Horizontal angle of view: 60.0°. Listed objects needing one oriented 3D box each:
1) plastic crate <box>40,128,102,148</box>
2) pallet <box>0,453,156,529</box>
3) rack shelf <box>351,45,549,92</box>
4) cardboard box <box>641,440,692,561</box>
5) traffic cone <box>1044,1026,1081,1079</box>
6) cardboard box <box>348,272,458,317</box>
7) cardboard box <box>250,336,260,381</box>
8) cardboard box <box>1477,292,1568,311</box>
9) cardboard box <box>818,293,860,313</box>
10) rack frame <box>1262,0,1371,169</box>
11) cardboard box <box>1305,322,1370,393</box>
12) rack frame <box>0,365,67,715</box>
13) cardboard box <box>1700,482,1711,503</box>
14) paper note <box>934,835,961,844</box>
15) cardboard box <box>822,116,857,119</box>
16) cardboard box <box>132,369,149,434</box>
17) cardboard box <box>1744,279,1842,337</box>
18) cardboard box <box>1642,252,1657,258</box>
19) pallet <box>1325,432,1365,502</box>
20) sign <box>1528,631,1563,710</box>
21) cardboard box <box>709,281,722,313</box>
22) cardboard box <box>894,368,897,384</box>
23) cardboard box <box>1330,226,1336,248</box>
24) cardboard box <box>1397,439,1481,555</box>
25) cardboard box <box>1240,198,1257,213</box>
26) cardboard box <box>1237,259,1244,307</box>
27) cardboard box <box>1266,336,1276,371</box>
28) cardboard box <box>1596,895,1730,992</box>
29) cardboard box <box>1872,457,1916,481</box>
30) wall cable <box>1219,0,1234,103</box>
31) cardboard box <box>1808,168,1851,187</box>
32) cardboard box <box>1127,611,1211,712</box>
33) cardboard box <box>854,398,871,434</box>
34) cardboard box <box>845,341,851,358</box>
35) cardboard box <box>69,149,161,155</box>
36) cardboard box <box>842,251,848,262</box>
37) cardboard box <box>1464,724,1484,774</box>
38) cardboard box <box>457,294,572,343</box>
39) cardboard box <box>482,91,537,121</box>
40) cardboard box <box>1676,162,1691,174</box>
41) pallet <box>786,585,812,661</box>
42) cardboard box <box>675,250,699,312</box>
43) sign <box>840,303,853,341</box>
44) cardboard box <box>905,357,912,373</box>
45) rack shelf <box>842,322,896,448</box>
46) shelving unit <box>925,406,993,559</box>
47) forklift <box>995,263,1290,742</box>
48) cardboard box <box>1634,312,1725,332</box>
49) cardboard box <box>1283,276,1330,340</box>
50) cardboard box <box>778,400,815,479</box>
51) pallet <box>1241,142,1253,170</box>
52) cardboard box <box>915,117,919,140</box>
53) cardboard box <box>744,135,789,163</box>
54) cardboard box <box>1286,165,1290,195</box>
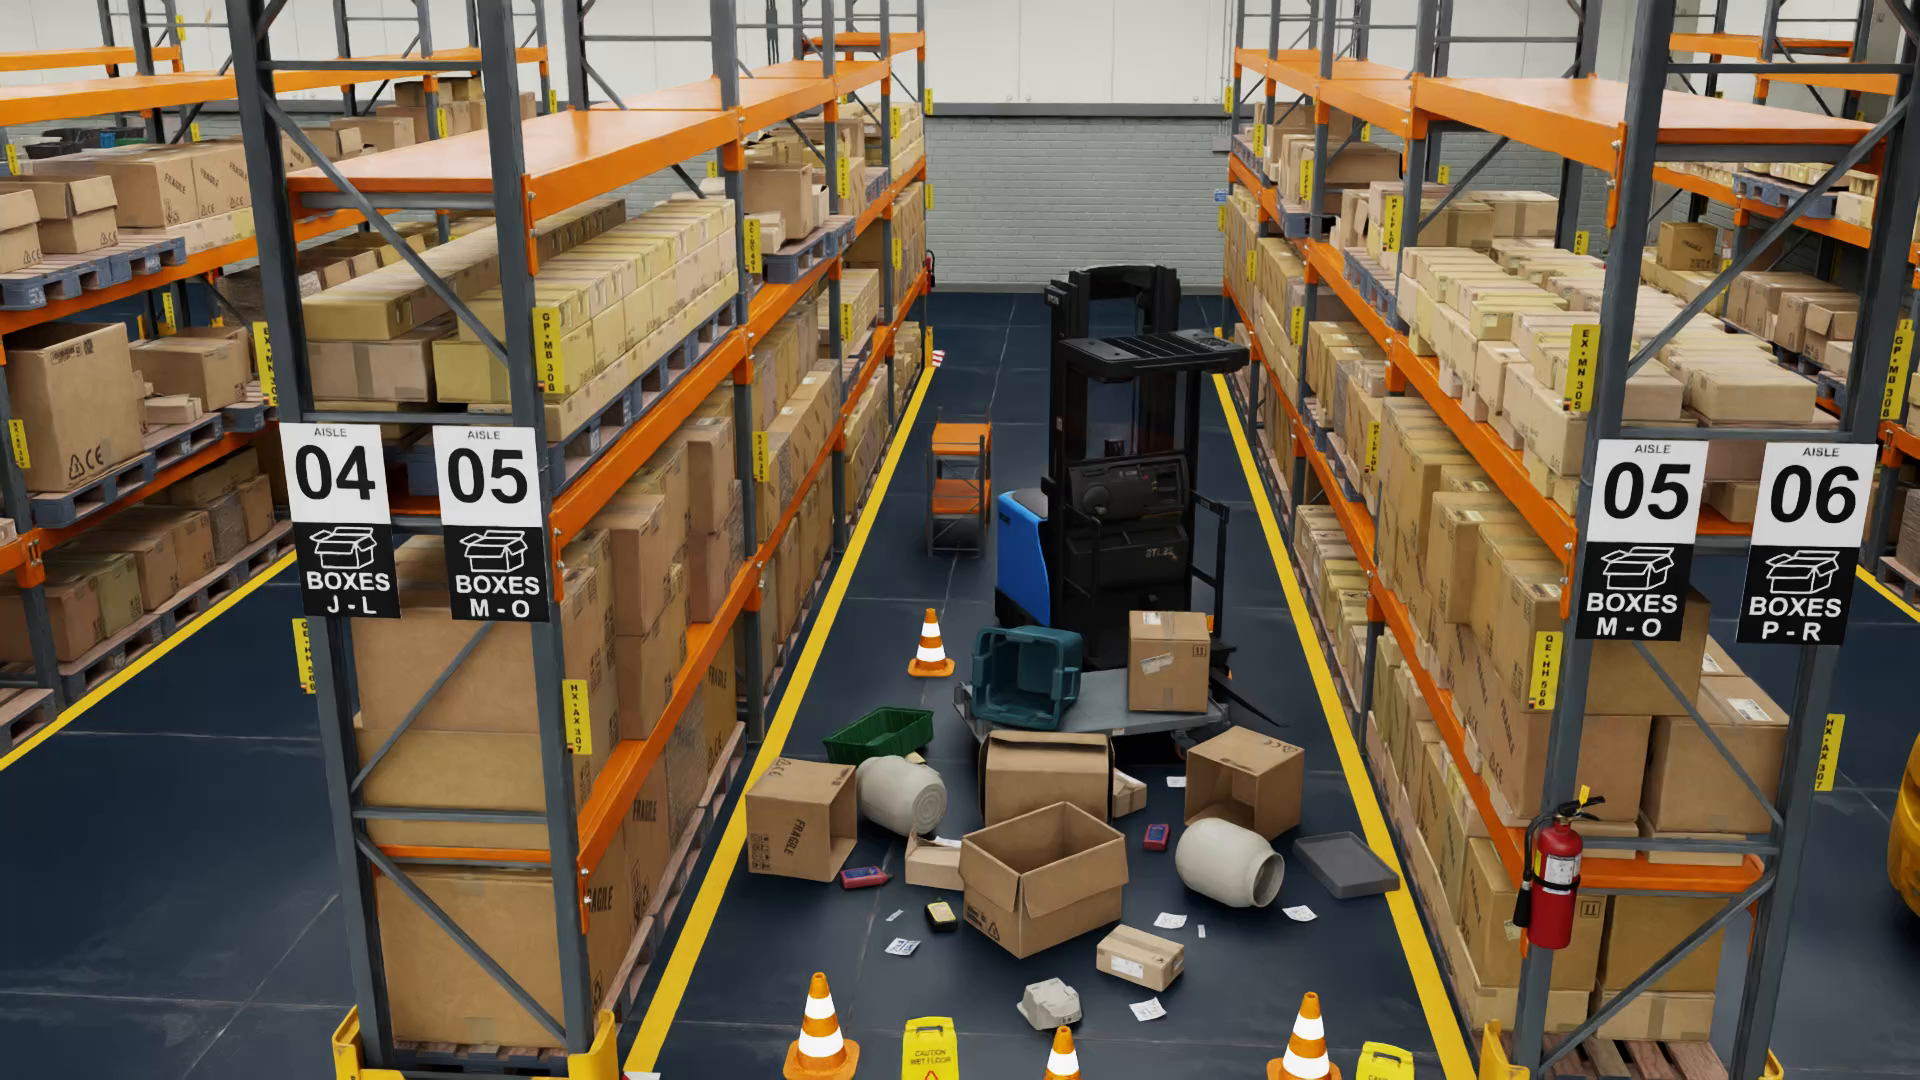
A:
[{"bbox_3d":[-11.218,-4.998,20.968,0.504,0.338,0.767,1,18,4],"label":"plastic crate"},{"bbox_3d":[-6.555,-0.376,11.888,1.003,0.211,1.213,1,18,4],"label":"pallet"},{"bbox_3d":[-6.038,-5.658,19.862,1.077,0.370,4.000,1,18,4],"label":"rack shelf"},{"bbox_3d":[-1.975,-0.223,9.139,0.875,0.550,0.550,1,18,4],"label":"cardboard box"},{"bbox_3d":[0.456,2.355,7.320,0.336,0.463,0.334,1,18,4],"label":"traffic cone"},{"bbox_3d":[-2.378,-1.050,7.107,0.380,0.149,0.250,2,18,5],"label":"cardboard box"},{"bbox_3d":[-6.162,-1.667,15.361,0.500,0.500,0.500,2,18,6],"label":"cardboard box"},{"bbox_3d":[2.753,-1.121,8.160,0.380,0.149,0.250,2,18,5],"label":"cardboard box"},{"bbox_3d":[-1.187,-2.321,16.289,0.380,0.149,0.250,1,18,3],"label":"cardboard box"},{"bbox_3d":[3.703,-5.347,17.117,1.000,3.000,0.127,1,18,4],"label":"rack frame"},{"bbox_3d":[3.153,-1.508,13.721,0.500,0.500,0.500,1,18,2],"label":"cardboard box"},{"bbox_3d":[-6.755,-0.233,11.143,1.000,3.000,0.127,1,18,4],"label":"rack frame"},{"bbox_3d":[3.120,-0.255,6.796,0.380,0.149,0.250,1,18,2],"label":"cardboard box"},{"bbox_3d":[-0.087,1.787,9.761,0.172,0.023,0.155,8,20,23],"label":"paper note"},{"bbox_3d":[-1.371,-4.698,18.750,0.380,0.149,0.250,2,18,6],"label":"cardboard box"},{"bbox_3d":[-6.723,-1.022,12.711,0.797,0.503,0.637,3,18,10],"label":"cardboard box"},{"bbox_3d":[8.359,-2.328,16.701,0.700,0.500,0.500,1,18,5],"label":"cardboard box"},{"bbox_3d":[8.604,-3.407,20.595,0.500,0.250,0.500,1,18,5],"label":"cardboard box"},{"bbox_3d":[3.315,-0.547,12.410,1.003,0.211,1.213,1,18,4],"label":"pallet"},{"bbox_3d":[2.291,0.512,6.504,0.100,0.325,0.005,1,18,4],"label":"sign"},{"bbox_3d":[-1.557,-1.365,9.350,0.380,0.149,0.250,2,18,5],"label":"cardboard box"},{"bbox_3d":[-0.931,-1.889,19.147,0.380,0.149,0.250,2,18,7],"label":"cardboard box"},{"bbox_3d":[3.224,-2.466,13.544,0.380,0.149,0.250,1,18,4],"label":"cardboard box"},{"bbox_3d":[2.760,-0.230,8.891,0.700,0.500,0.500,1,18,3],"label":"cardboard box"},{"bbox_3d":[3.535,-3.985,19.785,0.380,0.149,0.250,1,18,3],"label":"cardboard box"},{"bbox_3d":[3.534,-3.010,19.458,0.500,0.500,0.500,1,18,3],"label":"cardboard box"},{"bbox_3d":[3.275,-1.820,16.227,0.500,0.250,0.500,1,18,3],"label":"cardboard box"},{"bbox_3d":[3.178,1.730,7.691,0.500,0.500,0.500,1,18,2],"label":"cardboard box"},{"bbox_3d":[8.150,-0.623,14.633,0.380,0.149,0.250,0,18,1],"label":"cardboard box"},{"bbox_3d":[4.117,-8.362,26.319,0.463,3.000,0.029,1,18,4],"label":"wall cable"},{"bbox_3d":[8.152,-3.378,15.492,0.380,0.149,0.250,2,18,5],"label":"cardboard box"},{"bbox_3d":[1.352,0.786,10.832,0.500,0.500,0.500,1,18,4],"label":"cardboard box"},{"bbox_3d":[-1.153,-1.221,16.294,0.500,0.250,0.500,1,18,4],"label":"cardboard box"},{"bbox_3d":[-1.239,-1.799,15.651,0.380,0.149,0.250,2,18,6],"label":"cardboard box"},{"bbox_3d":[-6.798,-2.888,13.466,0.500,0.500,0.500,1,18,4],"label":"cardboard box"},{"bbox_3d":[-1.477,-3.391,18.539,0.500,0.500,0.500,1,18,2],"label":"cardboard box"},{"bbox_3d":[2.592,0.988,7.820,0.380,0.149,0.250,2,18,5],"label":"cardboard box"},{"bbox_3d":[-1.760,-0.877,6.580,0.380,0.149,0.250,1,18,5],"label":"cardboard box"},{"bbox_3d":[-5.878,-5.517,21.457,0.700,0.500,0.500,0,18,1],"label":"cardboard box"},{"bbox_3d":[8.466,-4.290,19.110,0.380,0.149,0.250,2,18,5],"label":"cardboard box"},{"bbox_3d":[-1.750,0.613,13.040,1.003,0.211,1.213,1,18,4],"label":"pallet"},{"bbox_3d":[-1.668,-1.362,8.701,0.500,0.250,0.500,1,18,3],"label":"cardboard box"},{"bbox_3d":[-0.974,-1.872,14.286,0.100,0.325,0.005,1,18,4],"label":"sign"},{"bbox_3d":[-0.796,-2.146,20.407,0.380,0.149,0.250,1,18,4],"label":"cardboard box"},{"bbox_3d":[-1.385,-1.612,16.509,1.077,0.370,4.000,1,18,4],"label":"rack shelf"},{"bbox_3d":[0.000,-0.537,15.081,0.538,1.125,1.048,1,18,4],"label":"shelving unit"},{"bbox_3d":[1.290,-0.373,11.680,1.130,2.935,3.031,-7,19,-20],"label":"forklift"},{"bbox_3d":[3.268,-0.950,7.637,0.380,0.149,0.250,2,18,5],"label":"cardboard box"},{"bbox_3d":[3.221,-2.102,15.083,0.500,0.500,0.500,2,18,5],"label":"cardboard box"},{"bbox_3d":[-1.398,-0.765,12.607,0.500,0.500,0.500,2,18,5],"label":"cardboard box"},{"bbox_3d":[3.862,-4.511,19.526,1.003,0.211,1.213,1,18,4],"label":"pallet"},{"bbox_3d":[-0.769,-5.102,20.623,0.500,0.250,0.500,1,18,2],"label":"cardboard box"},{"bbox_3d":[-1.736,-3.461,14.787,0.396,0.266,0.258,1,18,4],"label":"cardboard box"},{"bbox_3d":[3.166,-3.251,15.077,0.396,0.266,0.258,1,18,3],"label":"cardboard box"}]
